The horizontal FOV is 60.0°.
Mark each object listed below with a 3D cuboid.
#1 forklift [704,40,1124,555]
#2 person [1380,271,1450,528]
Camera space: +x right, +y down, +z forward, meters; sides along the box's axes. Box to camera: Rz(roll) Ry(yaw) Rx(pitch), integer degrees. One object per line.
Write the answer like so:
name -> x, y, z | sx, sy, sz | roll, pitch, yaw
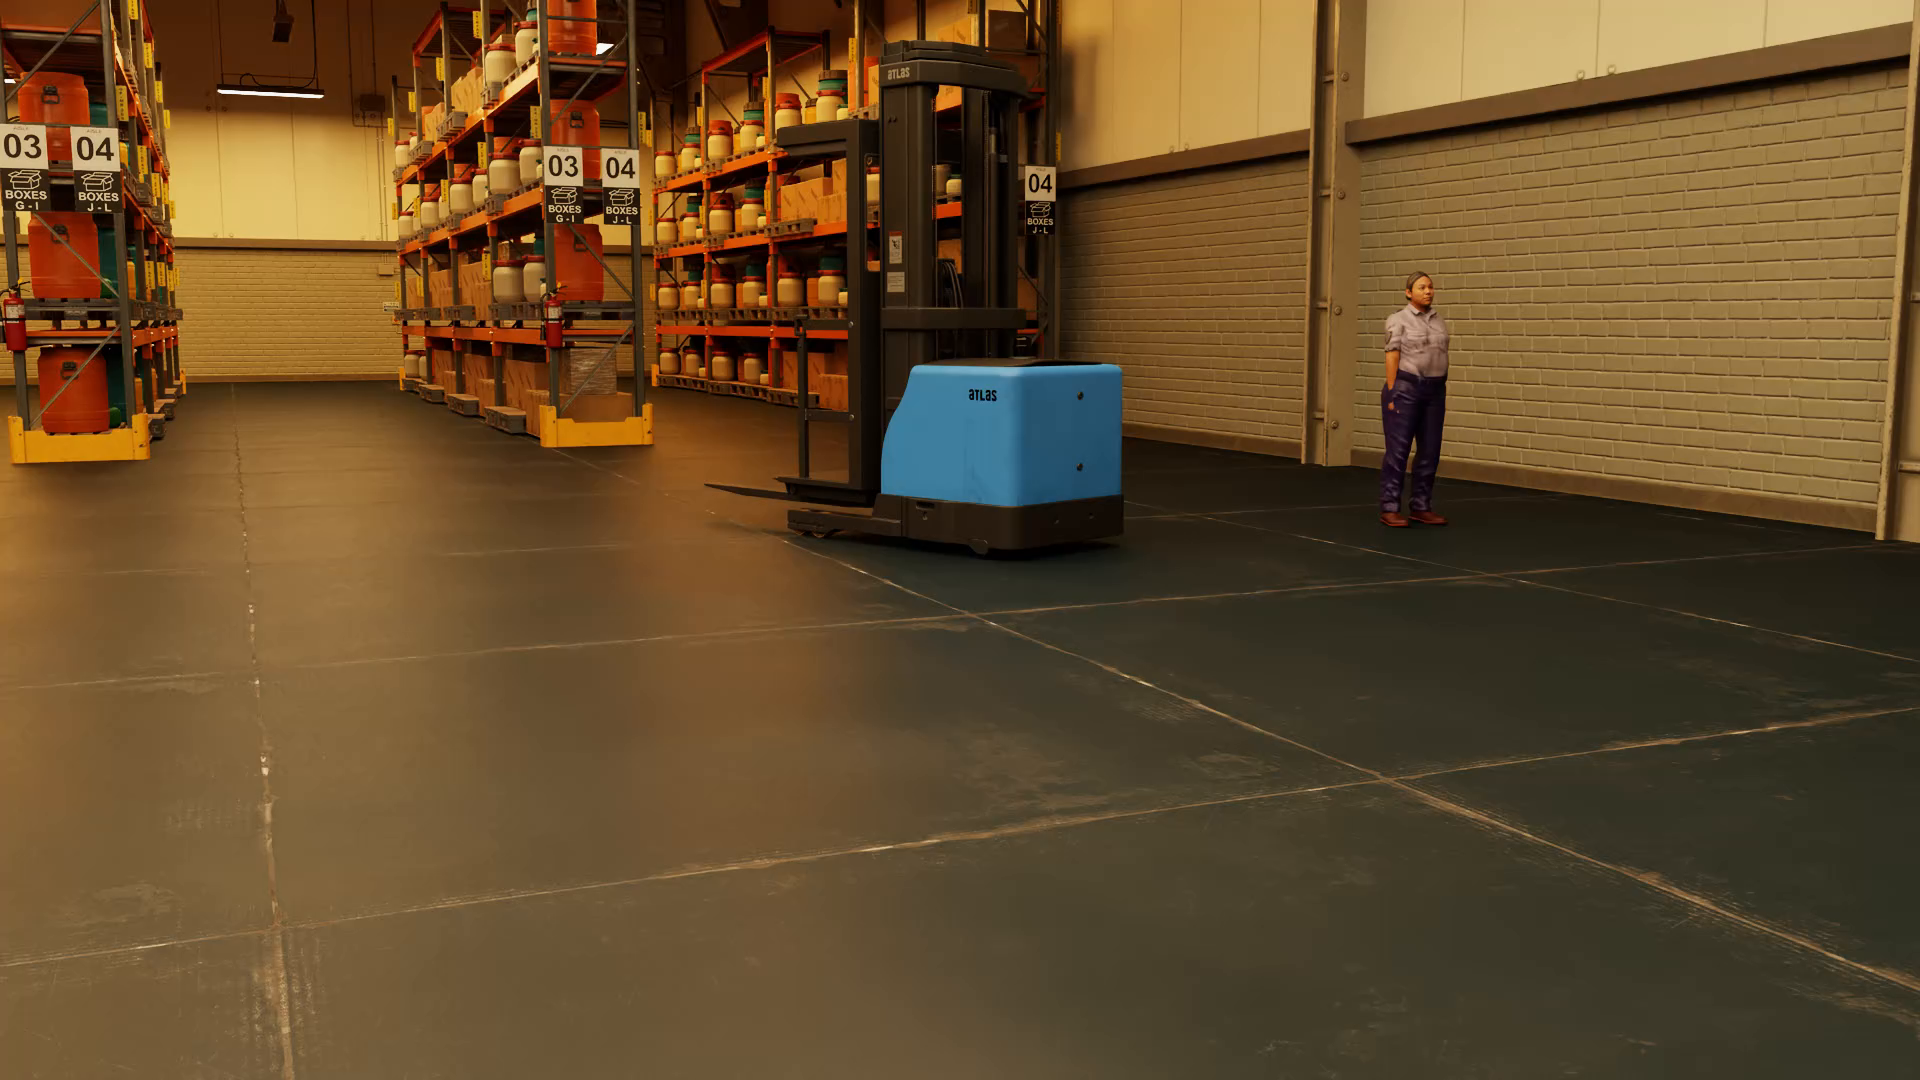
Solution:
forklift -> -0.436, -1.509, 10.383 | 3.031, 2.935, 1.130 | 7, 10, 44
person -> 2.980, -0.923, 10.873 | 0.487, 1.651, 0.368 | -4, 8, -25
